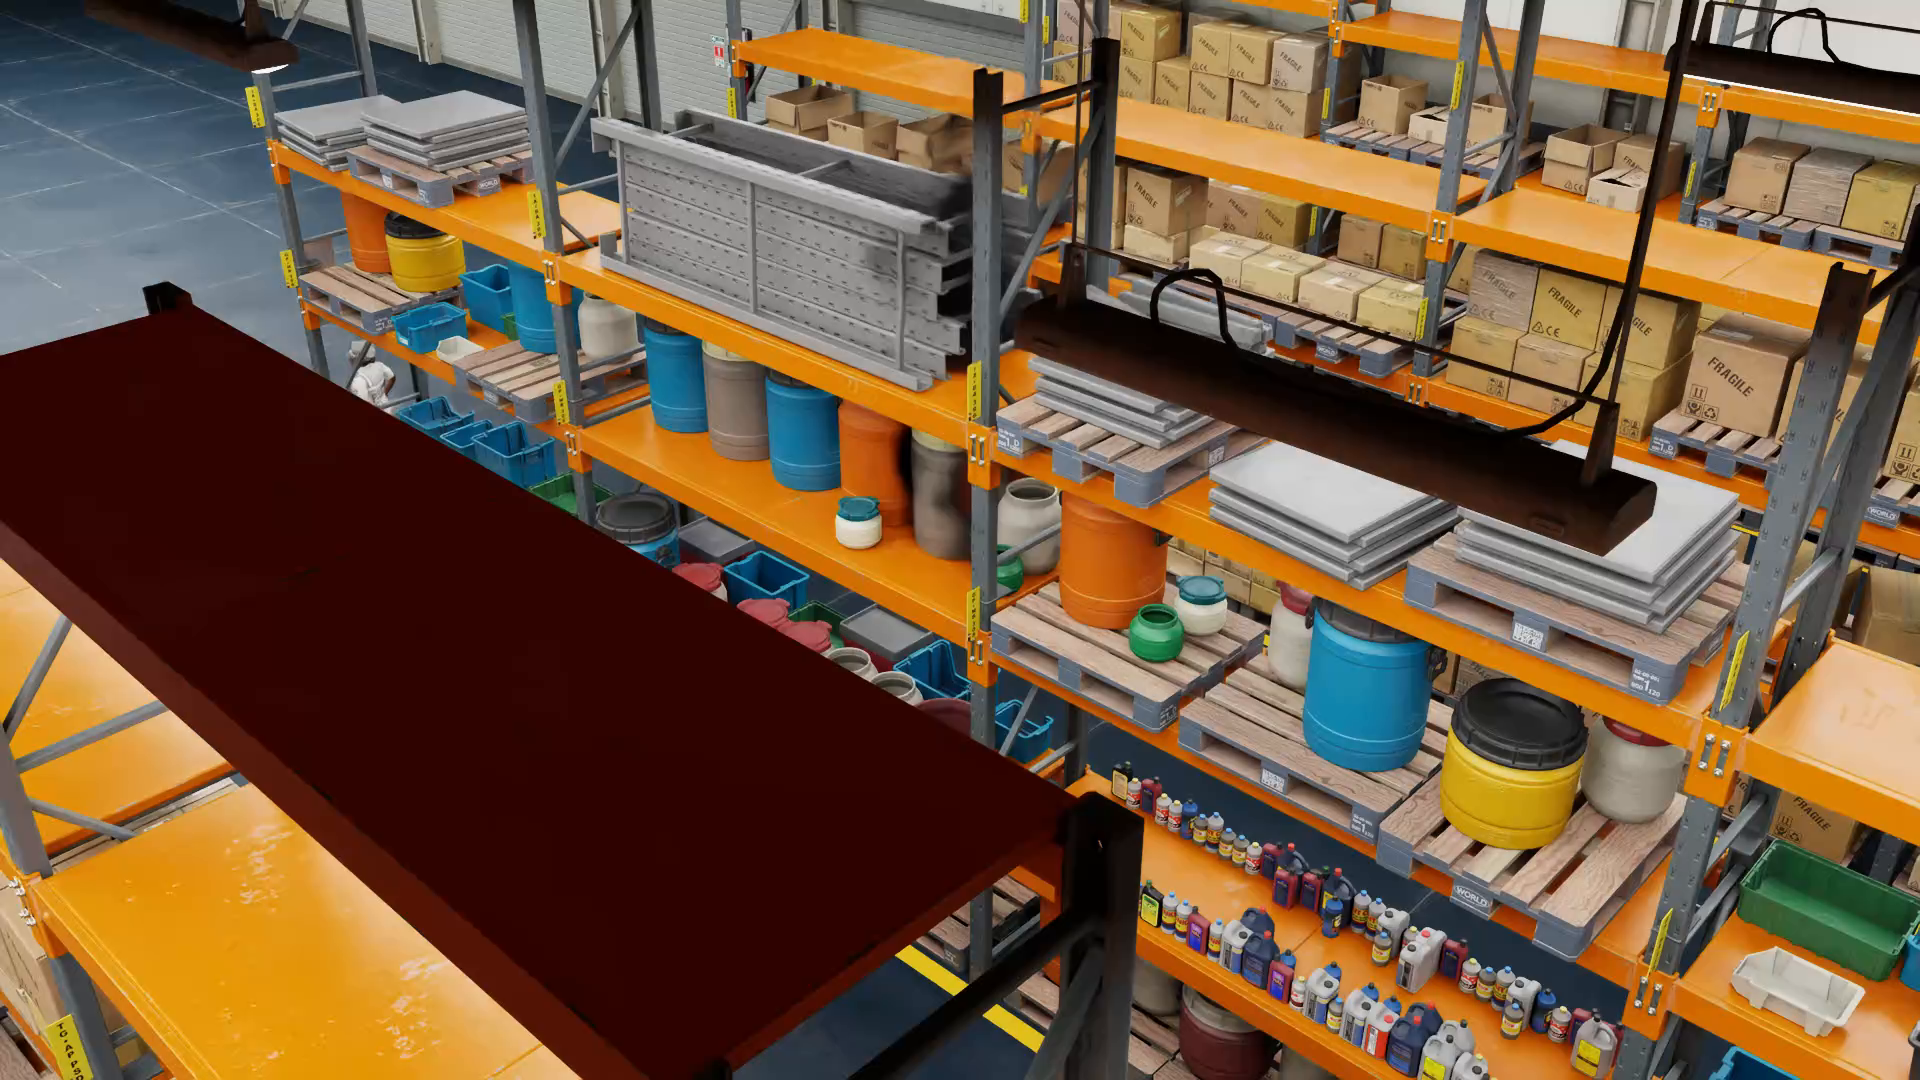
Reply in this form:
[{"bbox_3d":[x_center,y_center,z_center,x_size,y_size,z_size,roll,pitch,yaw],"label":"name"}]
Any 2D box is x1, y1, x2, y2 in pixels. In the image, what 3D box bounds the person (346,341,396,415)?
[{"bbox_3d":[-5.866,-1.232,16.761,0.741,1.685,0.607,1,29,2],"label":"person"}]
